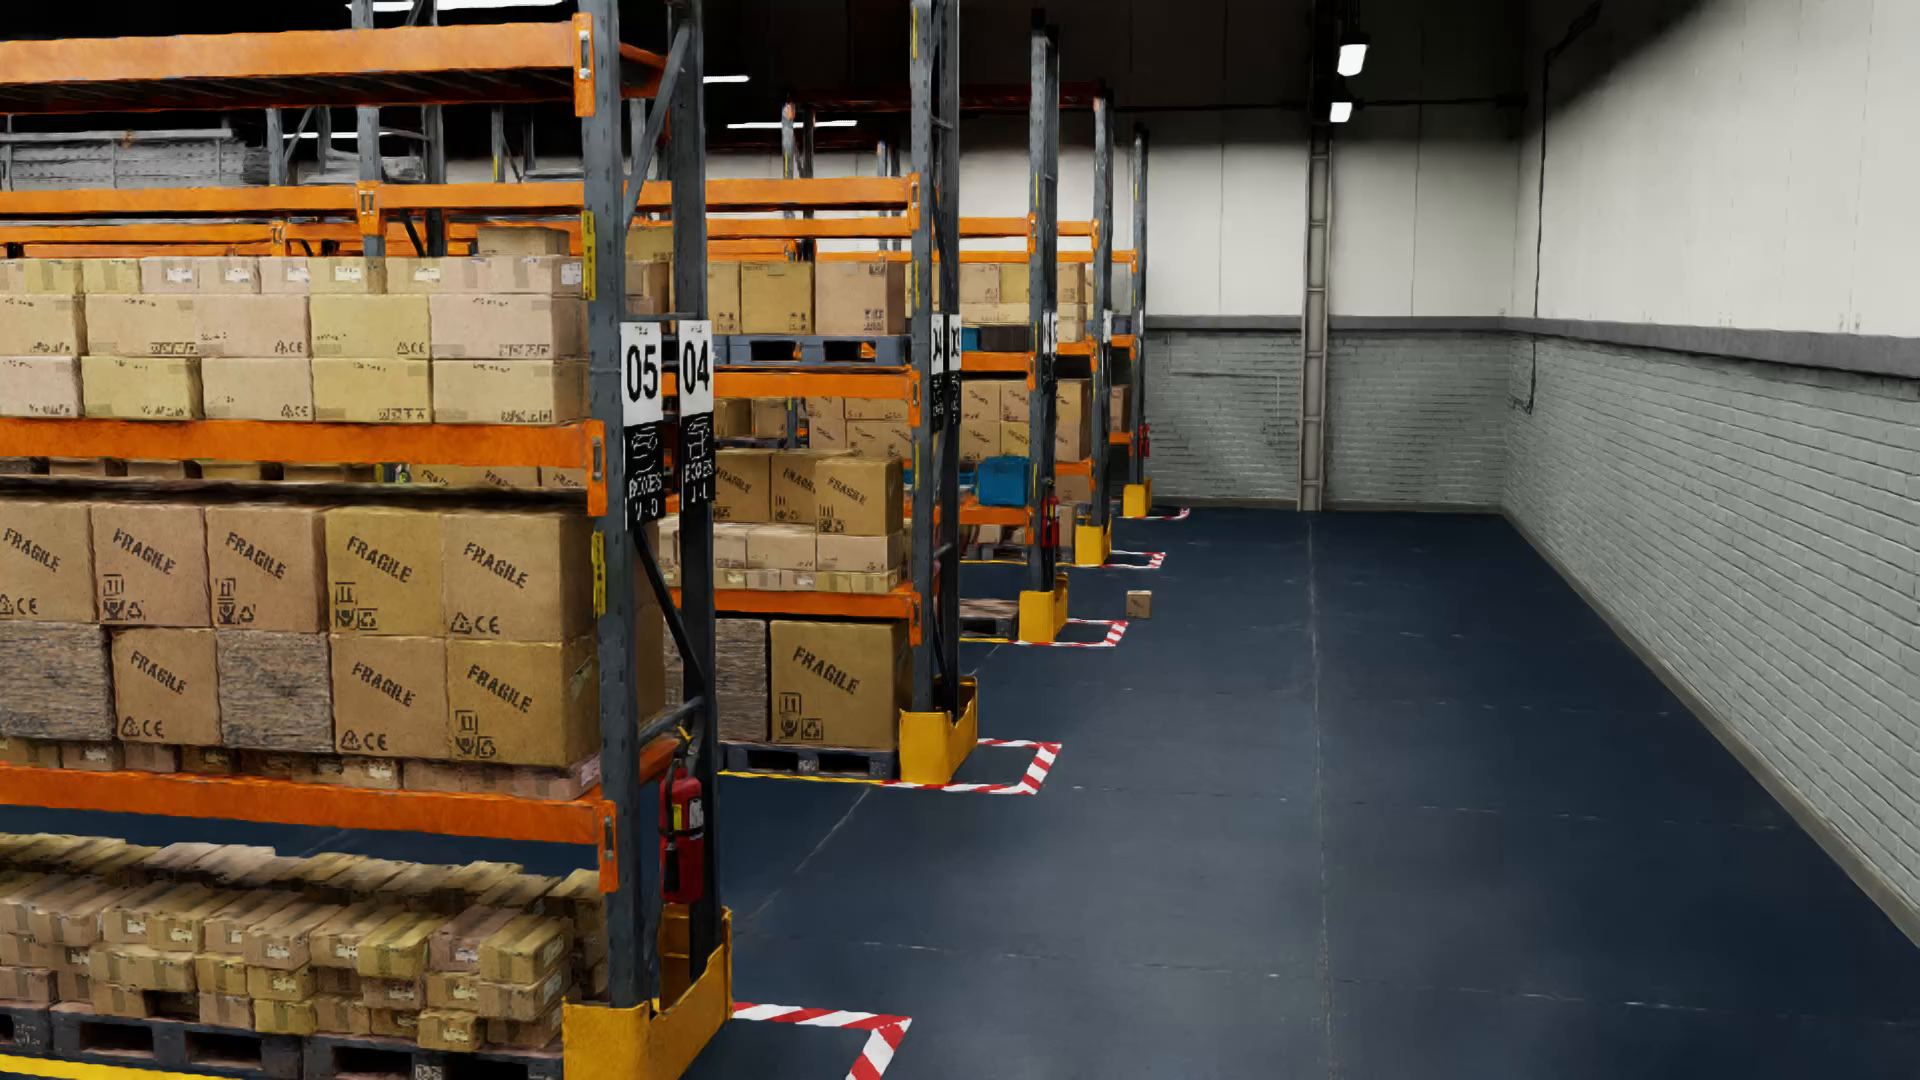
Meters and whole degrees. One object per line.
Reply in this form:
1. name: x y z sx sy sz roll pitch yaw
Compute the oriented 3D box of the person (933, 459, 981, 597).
1. person: -0.047 -0.073 17.976 0.524 1.632 0.632 -2 8 -13
